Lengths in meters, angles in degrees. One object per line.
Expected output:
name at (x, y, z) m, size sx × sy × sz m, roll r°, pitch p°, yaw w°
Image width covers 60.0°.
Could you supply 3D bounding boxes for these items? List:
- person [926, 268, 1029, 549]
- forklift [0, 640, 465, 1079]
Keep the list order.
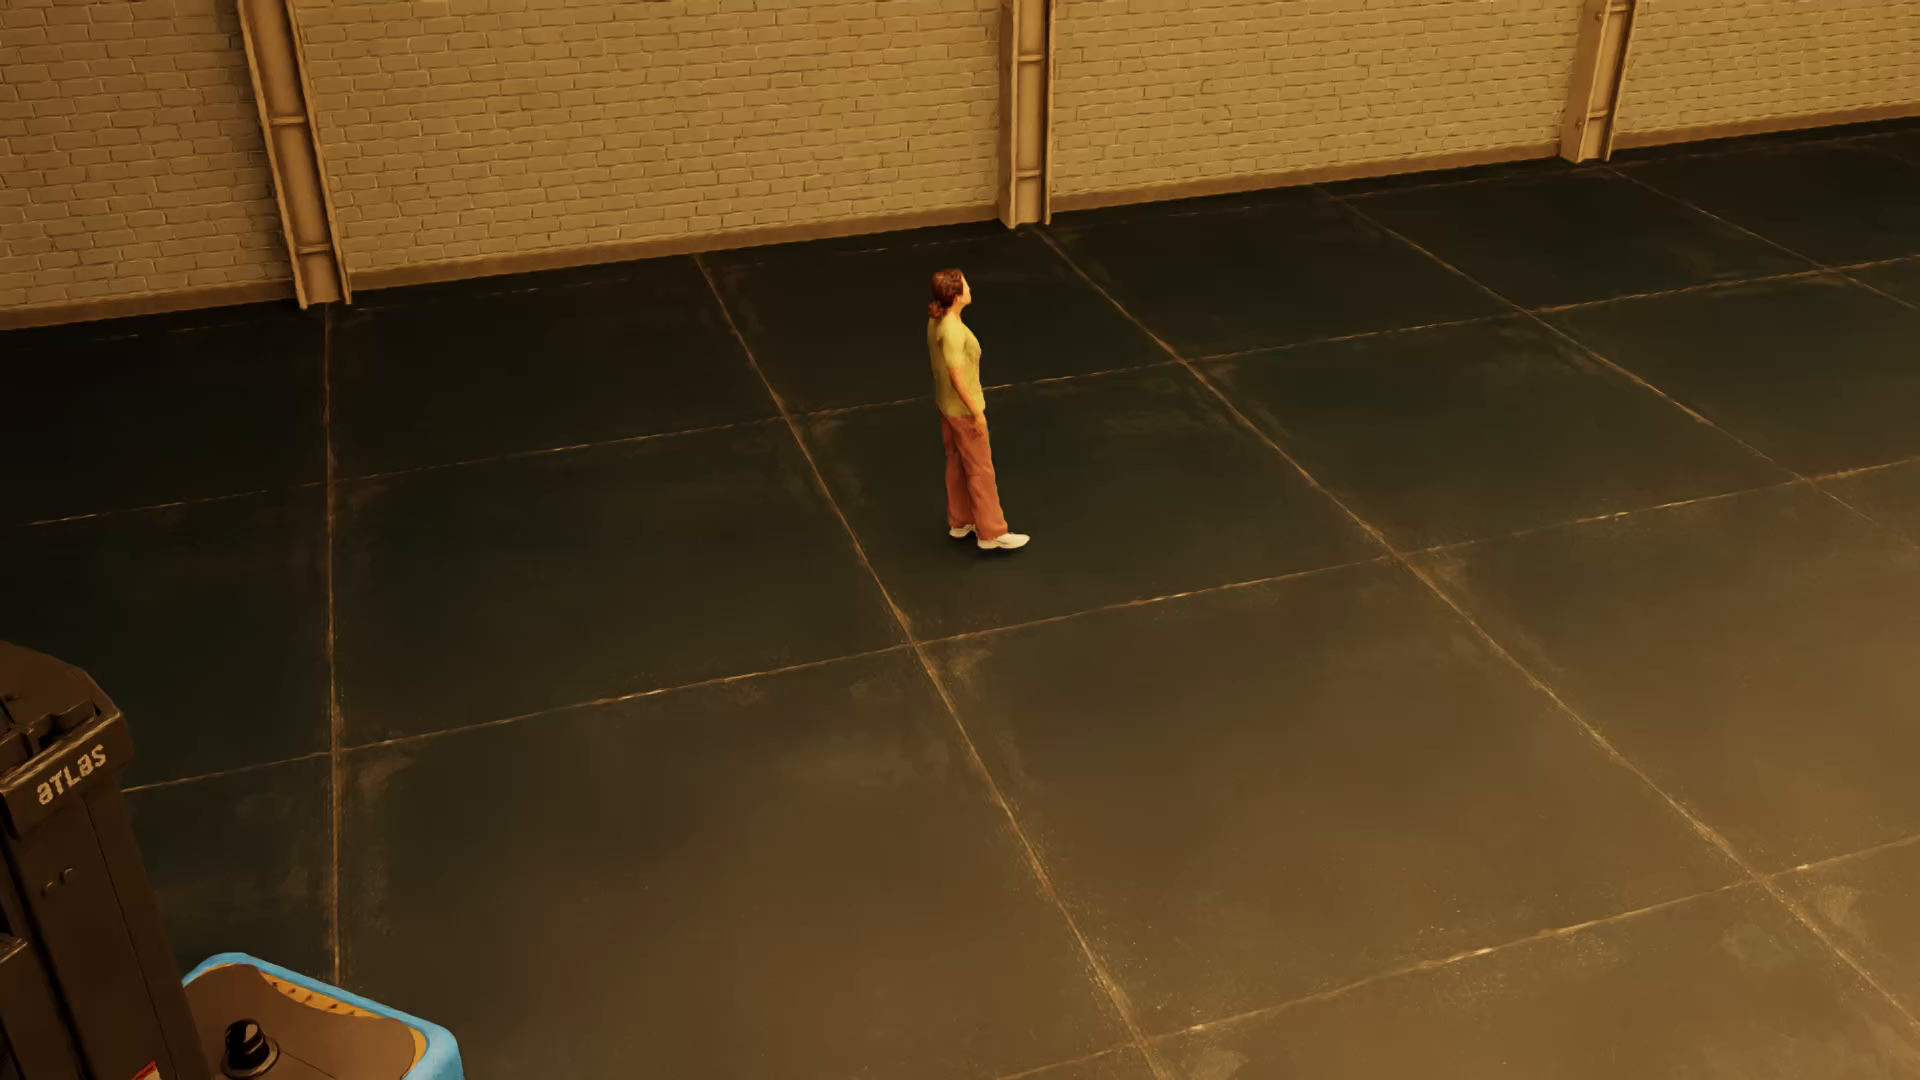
person at (0.073, -0.773, 9.596) m, size 0.549 × 1.673 × 0.554 m, roll -10°, pitch 31°, yaw -16°
forklift at (-2.606, 1.778, 3.997) m, size 1.130 × 2.935 × 3.031 m, roll 12°, pitch 32°, yaw 20°
